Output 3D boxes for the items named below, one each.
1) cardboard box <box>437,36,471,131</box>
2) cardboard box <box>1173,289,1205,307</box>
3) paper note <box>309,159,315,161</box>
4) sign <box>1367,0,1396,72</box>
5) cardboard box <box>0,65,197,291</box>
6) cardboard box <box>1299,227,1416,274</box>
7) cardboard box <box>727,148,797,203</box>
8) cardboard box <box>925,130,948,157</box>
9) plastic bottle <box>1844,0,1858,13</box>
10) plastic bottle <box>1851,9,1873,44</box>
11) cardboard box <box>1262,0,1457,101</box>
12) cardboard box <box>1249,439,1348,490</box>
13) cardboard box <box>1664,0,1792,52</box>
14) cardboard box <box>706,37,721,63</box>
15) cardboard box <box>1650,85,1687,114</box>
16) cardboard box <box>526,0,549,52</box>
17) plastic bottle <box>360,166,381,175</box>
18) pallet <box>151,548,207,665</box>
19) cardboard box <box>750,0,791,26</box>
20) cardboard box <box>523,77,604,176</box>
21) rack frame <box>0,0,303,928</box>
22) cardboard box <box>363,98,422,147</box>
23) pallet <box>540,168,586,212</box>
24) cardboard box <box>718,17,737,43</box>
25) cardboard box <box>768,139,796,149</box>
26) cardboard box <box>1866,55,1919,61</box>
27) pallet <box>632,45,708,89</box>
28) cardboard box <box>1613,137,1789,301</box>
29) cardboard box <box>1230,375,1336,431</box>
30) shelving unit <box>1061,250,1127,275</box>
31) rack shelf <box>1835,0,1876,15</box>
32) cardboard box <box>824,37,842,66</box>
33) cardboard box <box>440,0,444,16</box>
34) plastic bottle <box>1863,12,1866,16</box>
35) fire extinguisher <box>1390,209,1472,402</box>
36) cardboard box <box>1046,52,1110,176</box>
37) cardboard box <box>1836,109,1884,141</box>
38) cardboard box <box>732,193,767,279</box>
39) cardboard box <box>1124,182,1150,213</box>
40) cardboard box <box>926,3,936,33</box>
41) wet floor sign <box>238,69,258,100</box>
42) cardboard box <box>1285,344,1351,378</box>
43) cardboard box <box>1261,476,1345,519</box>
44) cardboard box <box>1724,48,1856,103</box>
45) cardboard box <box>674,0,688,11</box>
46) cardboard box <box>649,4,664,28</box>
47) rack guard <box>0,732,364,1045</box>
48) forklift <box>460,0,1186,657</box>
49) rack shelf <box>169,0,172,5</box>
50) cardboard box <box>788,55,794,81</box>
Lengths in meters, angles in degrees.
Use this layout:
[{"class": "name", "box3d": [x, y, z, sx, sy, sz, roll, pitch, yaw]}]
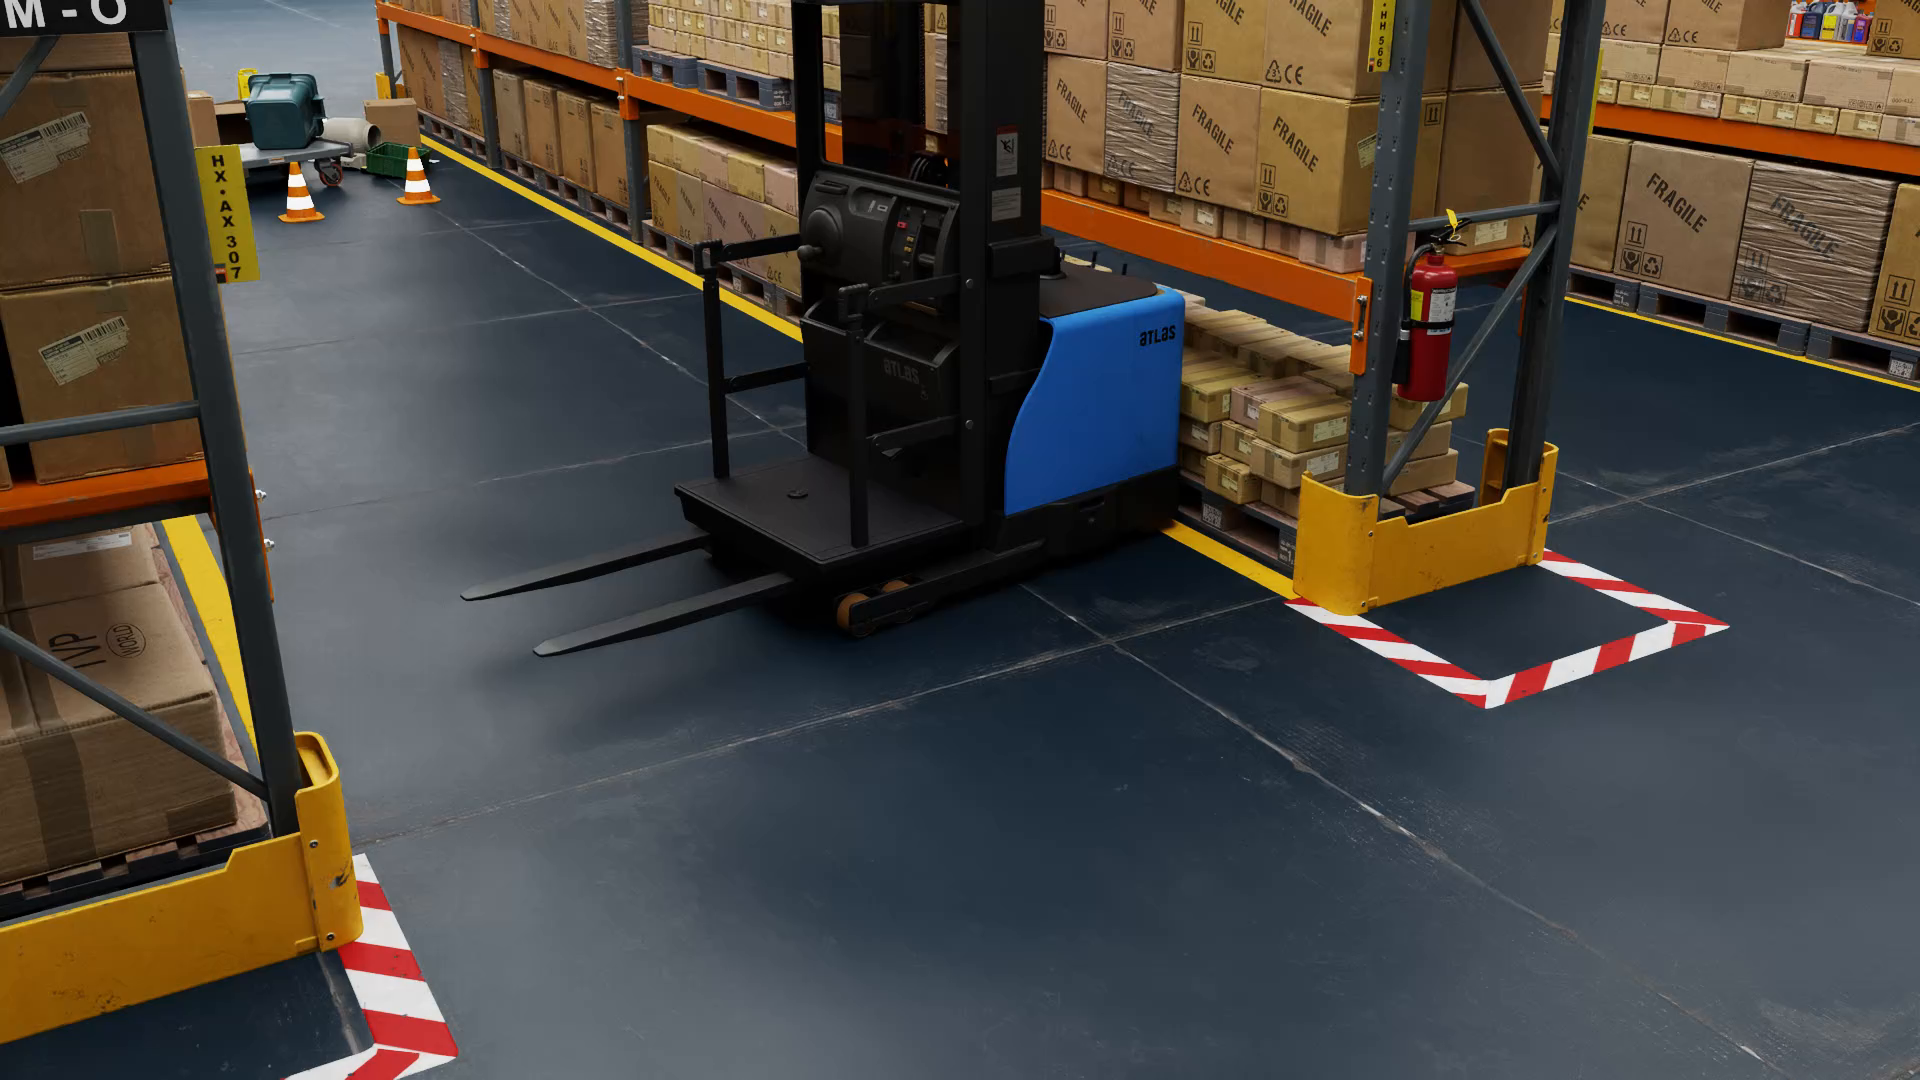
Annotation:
[{"class": "cardboard box", "box3d": [-4.890, -4.826, 17.465, 0.875, 0.875, 0.875, -12, 25, -28]}, {"class": "cardboard box", "box3d": [1.057, -1.194, 8.704, 0.380, 0.149, 0.250, -14, 26, -30]}, {"class": "paper note", "box3d": [-6.432, -3.816, 16.670, 0.172, 0.023, 0.155, -4, 22, -10]}, {"class": "sign", "box3d": [1.478, -1.805, 5.812, 0.100, 0.325, 0.005, -13, 25, -28]}, {"class": "cardboard box", "box3d": [-2.239, -0.958, 4.224, 0.500, 0.500, 0.500, -13, 26, -29]}, {"class": "cardboard box", "box3d": [1.555, -1.158, 6.510, 0.380, 0.149, 0.250, -13, 25, -28]}, {"class": "cardboard box", "box3d": [-1.209, -2.432, 11.076, 0.500, 0.250, 0.500, -14, 26, -31]}, {"class": "cardboard box", "box3d": [-0.019, -2.177, 9.018, 0.380, 0.149, 0.250, -12, 25, -27]}, {"class": "plastic bottle", "box3d": [7.869, -4.631, 14.787, 0.144, 0.351, 0.185, -13, 25, -28]}, {"class": "plastic bottle", "box3d": [7.859, -4.469, 14.478, 0.061, 0.283, 0.133, -13, 25, -28]}, {"class": "cardboard box", "box3d": [1.517, -1.971, 6.320, 0.500, 0.500, 0.500, -13, 26, -29]}, {"class": "cardboard box", "box3d": [1.450, -0.351, 7.024, 0.380, 0.149, 0.250, -13, 26, -30]}, {"class": "cardboard box", "box3d": [4.777, -3.322, 10.309, 0.500, 0.500, 0.500, -14, 26, -30]}, {"class": "cardboard box", "box3d": [-1.514, -3.360, 11.371, 0.380, 0.149, 0.250, -12, 25, -27]}, {"class": "cardboard box", "box3d": [4.639, -2.825, 10.612, 0.380, 0.149, 0.250, -13, 25, -29]}, {"class": "cardboard box", "box3d": [-3.357, -4.442, 14.123, 0.500, 0.500, 0.500, -12, 25, -27]}, {"class": "plastic bottle", "box3d": [-5.603, -3.545, 15.953, 0.283, 0.061, 0.133, 12, 25, 27]}, {"class": "pallet", "box3d": [-3.334, 0.415, 6.009, 1.003, 0.211, 1.213, -13, 25, -28]}, {"class": "cardboard box", "box3d": [-1.116, -3.386, 10.644, 0.380, 0.149, 0.250, -14, 26, -31]}, {"class": "cardboard box", "box3d": [-3.281, -3.763, 15.016, 1.050, 0.750, 0.750, -13, 25, -28]}, {"class": "rack frame", "box3d": [-2.239, -0.238, 3.914, 1.000, 3.000, 0.127, -13, 25, -28]}, {"class": "cardboard box", "box3d": [-5.840, -4.256, 17.114, 0.500, 0.500, 0.500, -8, 23, -19]}, {"class": "pallet", "box3d": [-3.079, -3.185, 14.867, 1.003, 0.211, 1.213, -13, 25, -28]}, {"class": "cardboard box", "box3d": [-1.388, -3.417, 11.115, 0.380, 0.149, 0.250, -13, 25, -29]}, {"class": "cardboard box", "box3d": [-1.033, -2.697, 11.728, 0.500, 0.250, 0.500, -12, 25, -27]}, {"class": "cardboard box", "box3d": [5.743, -2.750, 9.898, 0.500, 0.250, 0.500, -14, 26, -30]}, {"class": "pallet", "box3d": [-1.666, -3.514, 12.227, 1.213, 0.211, 1.003, -13, 25, -28]}, {"class": "cardboard box", "box3d": [4.965, -2.129, 10.830, 0.875, 0.875, 0.875, -13, 25, -28]}, {"class": "cardboard box", "box3d": [1.398, -0.587, 7.211, 0.380, 0.149, 0.250, -12, 25, -27]}, {"class": "shelving unit", "box3d": [0.551, -0.829, 7.918, 0.215, 1.050, 0.252, -4, 23, -32]}, {"class": "rack shelf", "box3d": [11.734, -5.657, 18.202, 1.077, 0.370, 4.000, -13, 25, -28]}, {"class": "cardboard box", "box3d": [-0.587, -2.910, 9.867, 0.380, 0.149, 0.250, -12, 25, -28]}, {"class": "cardboard box", "box3d": [-4.839, -5.665, 17.067, 0.875, 0.550, 0.550, -13, 25, -28]}, {"class": "plastic bottle", "box3d": [8.264, -4.747, 15.271, 0.097, 0.201, 0.097, 0, 22, 0]}, {"class": "fire extinguisher", "box3d": [1.697, -0.844, 6.002, 0.296, 0.674, 0.183, -13, 25, -28]}, {"class": "cardboard box", "box3d": [0.742, -1.996, 7.712, 0.500, 0.500, 0.500, -11, 25, -26]}, {"class": "cardboard box", "box3d": [5.293, -2.410, 9.591, 0.380, 0.149, 0.250, -13, 26, -29]}, {"class": "cardboard box", "box3d": [-1.193, -2.078, 11.203, 0.500, 0.500, 0.500, -13, 26, -29]}, {"class": "cardboard box", "box3d": [0.973, -1.592, 7.577, 0.380, 0.149, 0.250, -14, 26, -30]}, {"class": "cardboard box", "box3d": [-0.057, -2.972, 8.784, 0.500, 0.500, 0.500, -12, 25, -27]}, {"class": "wet floor sign", "box3d": [-7.925, -4.940, 18.609, 0.267, 0.644, 0.232, -18, 28, -37]}, {"class": "cardboard box", "box3d": [1.727, -0.780, 7.684, 0.380, 0.149, 0.250, -13, 25, -28]}, {"class": "cardboard box", "box3d": [1.517, -0.227, 7.115, 0.380, 0.149, 0.250, -12, 25, -27]}, {"class": "cardboard box", "box3d": [5.017, -2.815, 10.058, 0.500, 0.250, 0.500, -13, 25, -28]}, {"class": "cardboard box", "box3d": [-1.791, -3.813, 11.694, 0.380, 0.149, 0.250, -13, 25, -29]}, {"class": "cardboard box", "box3d": [-2.047, -3.834, 12.140, 0.380, 0.149, 0.250, -11, 25, -26]}, {"class": "rack guard", "box3d": [-2.227, 0.928, 4.365, 1.175, 0.500, 0.348, -13, 25, -28]}, {"class": "forklift", "box3d": [-0.487, -1.209, 6.392, 3.031, 2.935, 1.130, -17, 28, -36]}, {"class": "rack shelf", "box3d": [-3.261, -1.942, 5.077, 1.077, 0.370, 4.000, -13, 25, -28]}, {"class": "cardboard box", "box3d": [-0.838, -2.933, 10.319, 0.380, 0.149, 0.250, -14, 26, -31]}]
